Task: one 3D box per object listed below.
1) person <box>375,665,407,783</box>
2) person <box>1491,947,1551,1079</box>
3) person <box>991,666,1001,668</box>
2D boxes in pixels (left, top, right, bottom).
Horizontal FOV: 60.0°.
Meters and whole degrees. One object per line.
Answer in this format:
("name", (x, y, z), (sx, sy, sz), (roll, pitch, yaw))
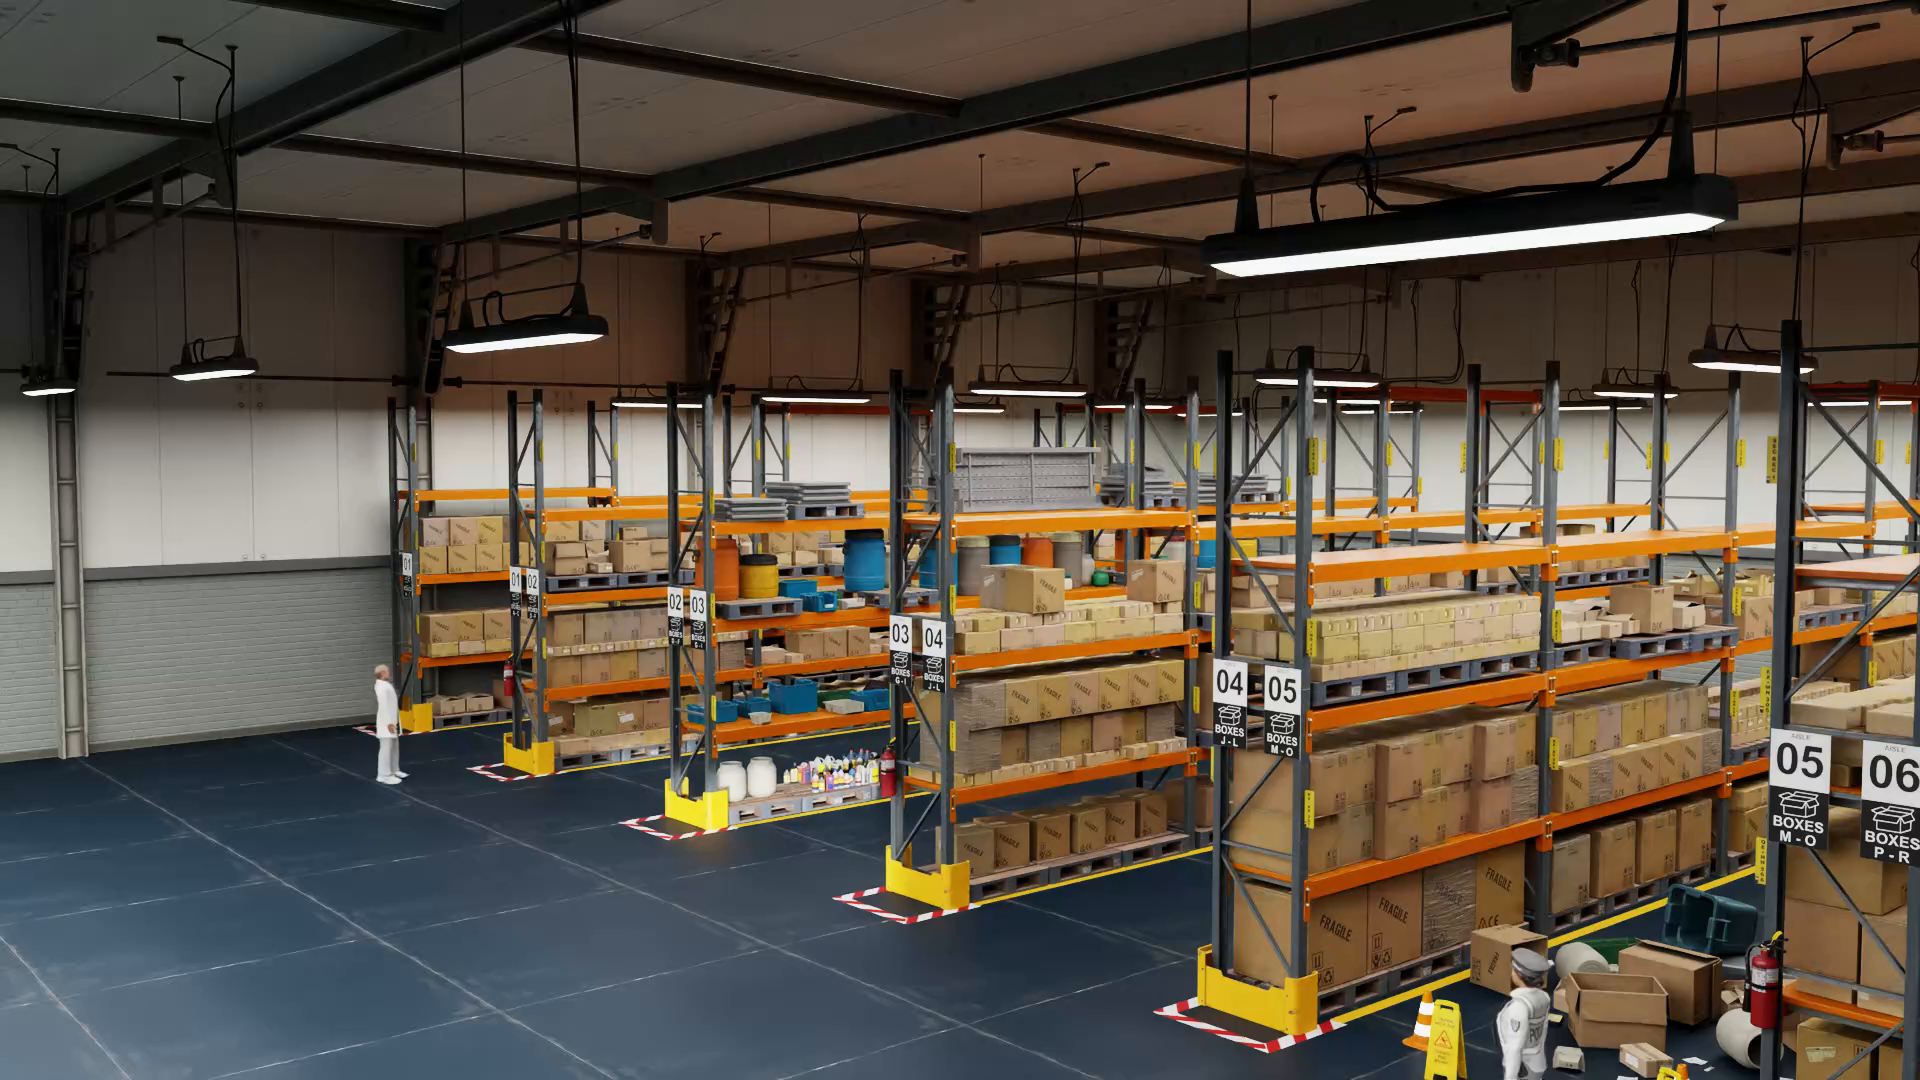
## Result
("person", (-8.738, 2.800, 25.453), (0.476, 1.792, 0.602), (0, 3, 1))
("person", (3.879, 3.645, 11.386), (0.488, 1.687, 0.449), (1, 4, 18))
("person", (0.593, 2.589, 29.080), (0.594, 1.813, 0.496), (1, 3, 10))
